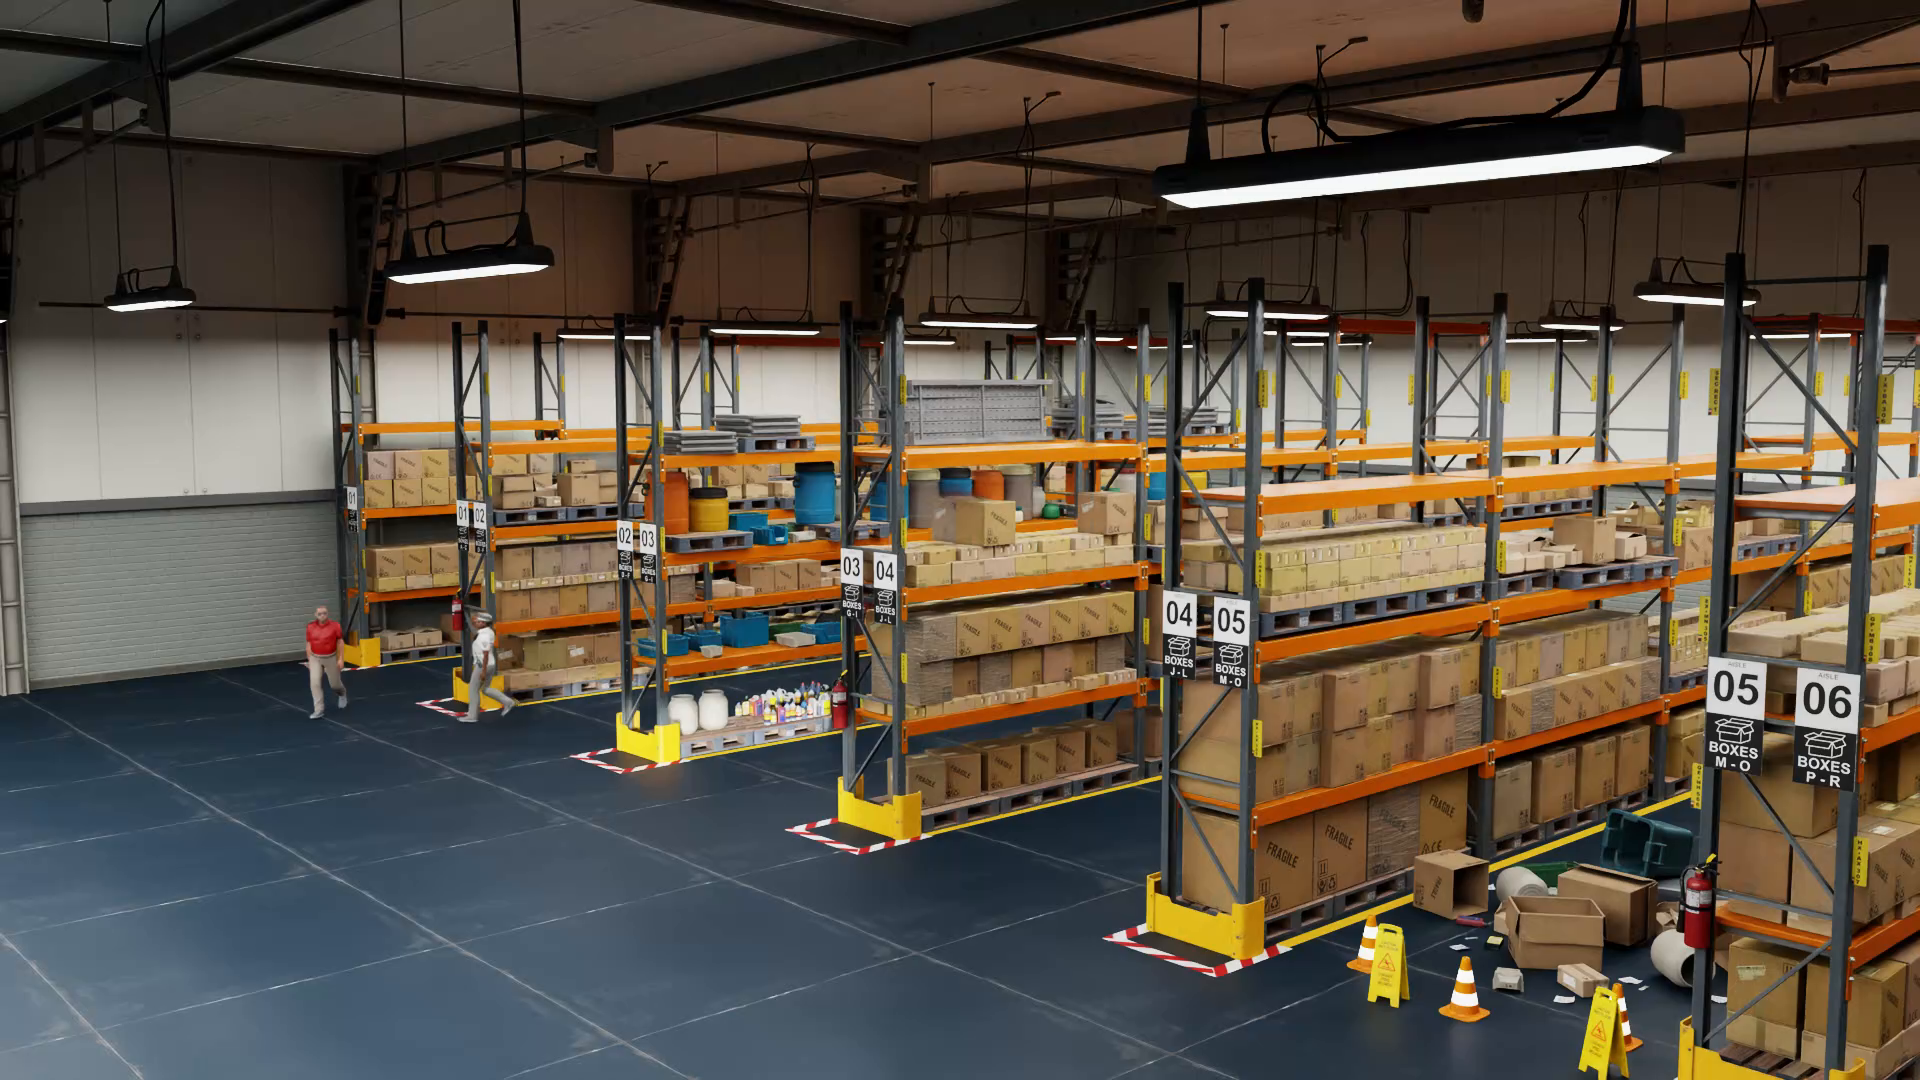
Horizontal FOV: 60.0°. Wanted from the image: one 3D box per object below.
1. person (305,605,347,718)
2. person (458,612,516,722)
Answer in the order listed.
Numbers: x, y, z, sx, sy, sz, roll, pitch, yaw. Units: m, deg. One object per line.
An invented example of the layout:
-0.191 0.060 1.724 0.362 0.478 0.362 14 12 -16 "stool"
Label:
-9.633 1.813 25.287 0.539 1.686 0.857 0 6 -3 "person"
-7.076 1.881 24.774 0.821 1.653 0.462 -1 6 -6 "person"
